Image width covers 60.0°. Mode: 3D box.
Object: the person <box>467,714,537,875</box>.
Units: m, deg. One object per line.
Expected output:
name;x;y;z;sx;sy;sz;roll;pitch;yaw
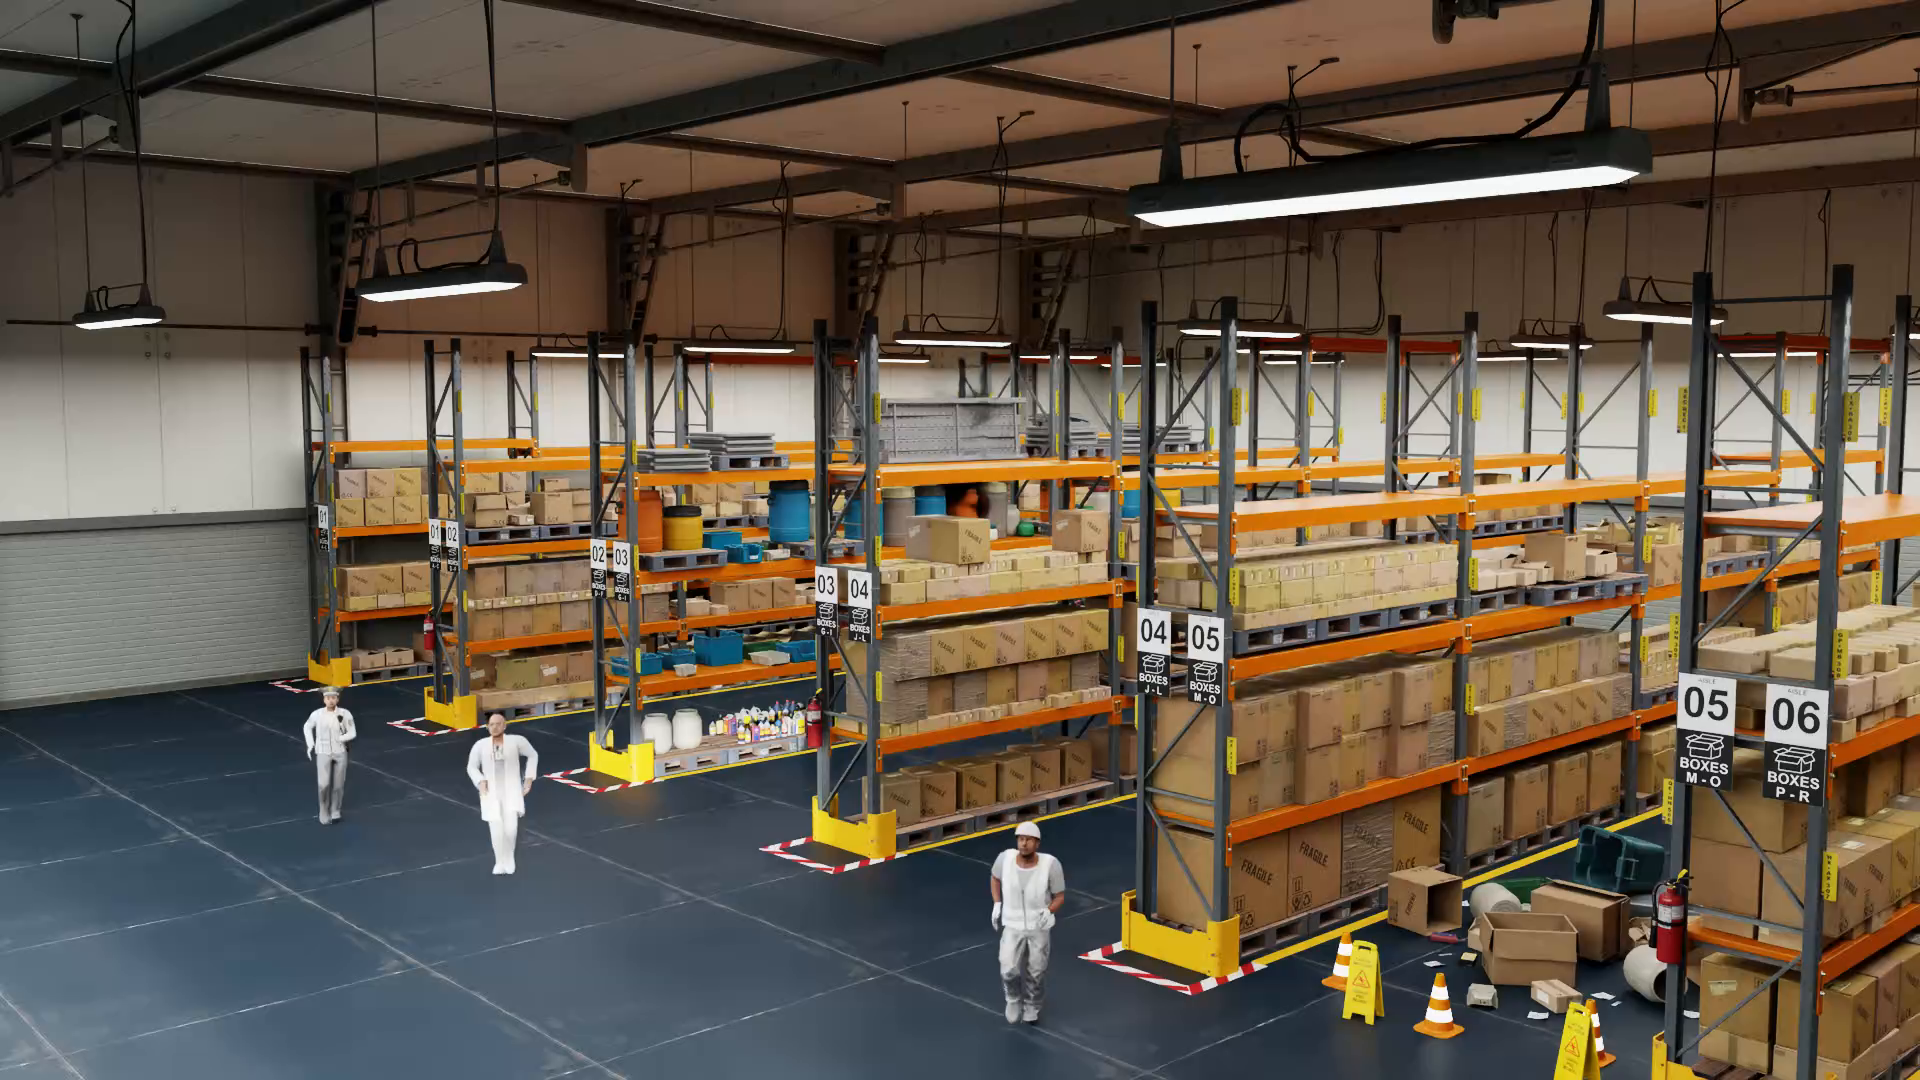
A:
person;-4.905;2.730;17.793;0.722;1.735;0.661;-1;5;-9

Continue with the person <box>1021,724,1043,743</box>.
person;1.062;2.346;23.323;0.536;1.555;0.544;3;6;34

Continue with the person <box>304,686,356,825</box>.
person;-7.518;2.570;19.878;0.582;1.672;0.640;-2;5;-22

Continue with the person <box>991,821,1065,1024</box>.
person;0.534;3.112;13.439;0.629;1.706;0.720;1;5;8
